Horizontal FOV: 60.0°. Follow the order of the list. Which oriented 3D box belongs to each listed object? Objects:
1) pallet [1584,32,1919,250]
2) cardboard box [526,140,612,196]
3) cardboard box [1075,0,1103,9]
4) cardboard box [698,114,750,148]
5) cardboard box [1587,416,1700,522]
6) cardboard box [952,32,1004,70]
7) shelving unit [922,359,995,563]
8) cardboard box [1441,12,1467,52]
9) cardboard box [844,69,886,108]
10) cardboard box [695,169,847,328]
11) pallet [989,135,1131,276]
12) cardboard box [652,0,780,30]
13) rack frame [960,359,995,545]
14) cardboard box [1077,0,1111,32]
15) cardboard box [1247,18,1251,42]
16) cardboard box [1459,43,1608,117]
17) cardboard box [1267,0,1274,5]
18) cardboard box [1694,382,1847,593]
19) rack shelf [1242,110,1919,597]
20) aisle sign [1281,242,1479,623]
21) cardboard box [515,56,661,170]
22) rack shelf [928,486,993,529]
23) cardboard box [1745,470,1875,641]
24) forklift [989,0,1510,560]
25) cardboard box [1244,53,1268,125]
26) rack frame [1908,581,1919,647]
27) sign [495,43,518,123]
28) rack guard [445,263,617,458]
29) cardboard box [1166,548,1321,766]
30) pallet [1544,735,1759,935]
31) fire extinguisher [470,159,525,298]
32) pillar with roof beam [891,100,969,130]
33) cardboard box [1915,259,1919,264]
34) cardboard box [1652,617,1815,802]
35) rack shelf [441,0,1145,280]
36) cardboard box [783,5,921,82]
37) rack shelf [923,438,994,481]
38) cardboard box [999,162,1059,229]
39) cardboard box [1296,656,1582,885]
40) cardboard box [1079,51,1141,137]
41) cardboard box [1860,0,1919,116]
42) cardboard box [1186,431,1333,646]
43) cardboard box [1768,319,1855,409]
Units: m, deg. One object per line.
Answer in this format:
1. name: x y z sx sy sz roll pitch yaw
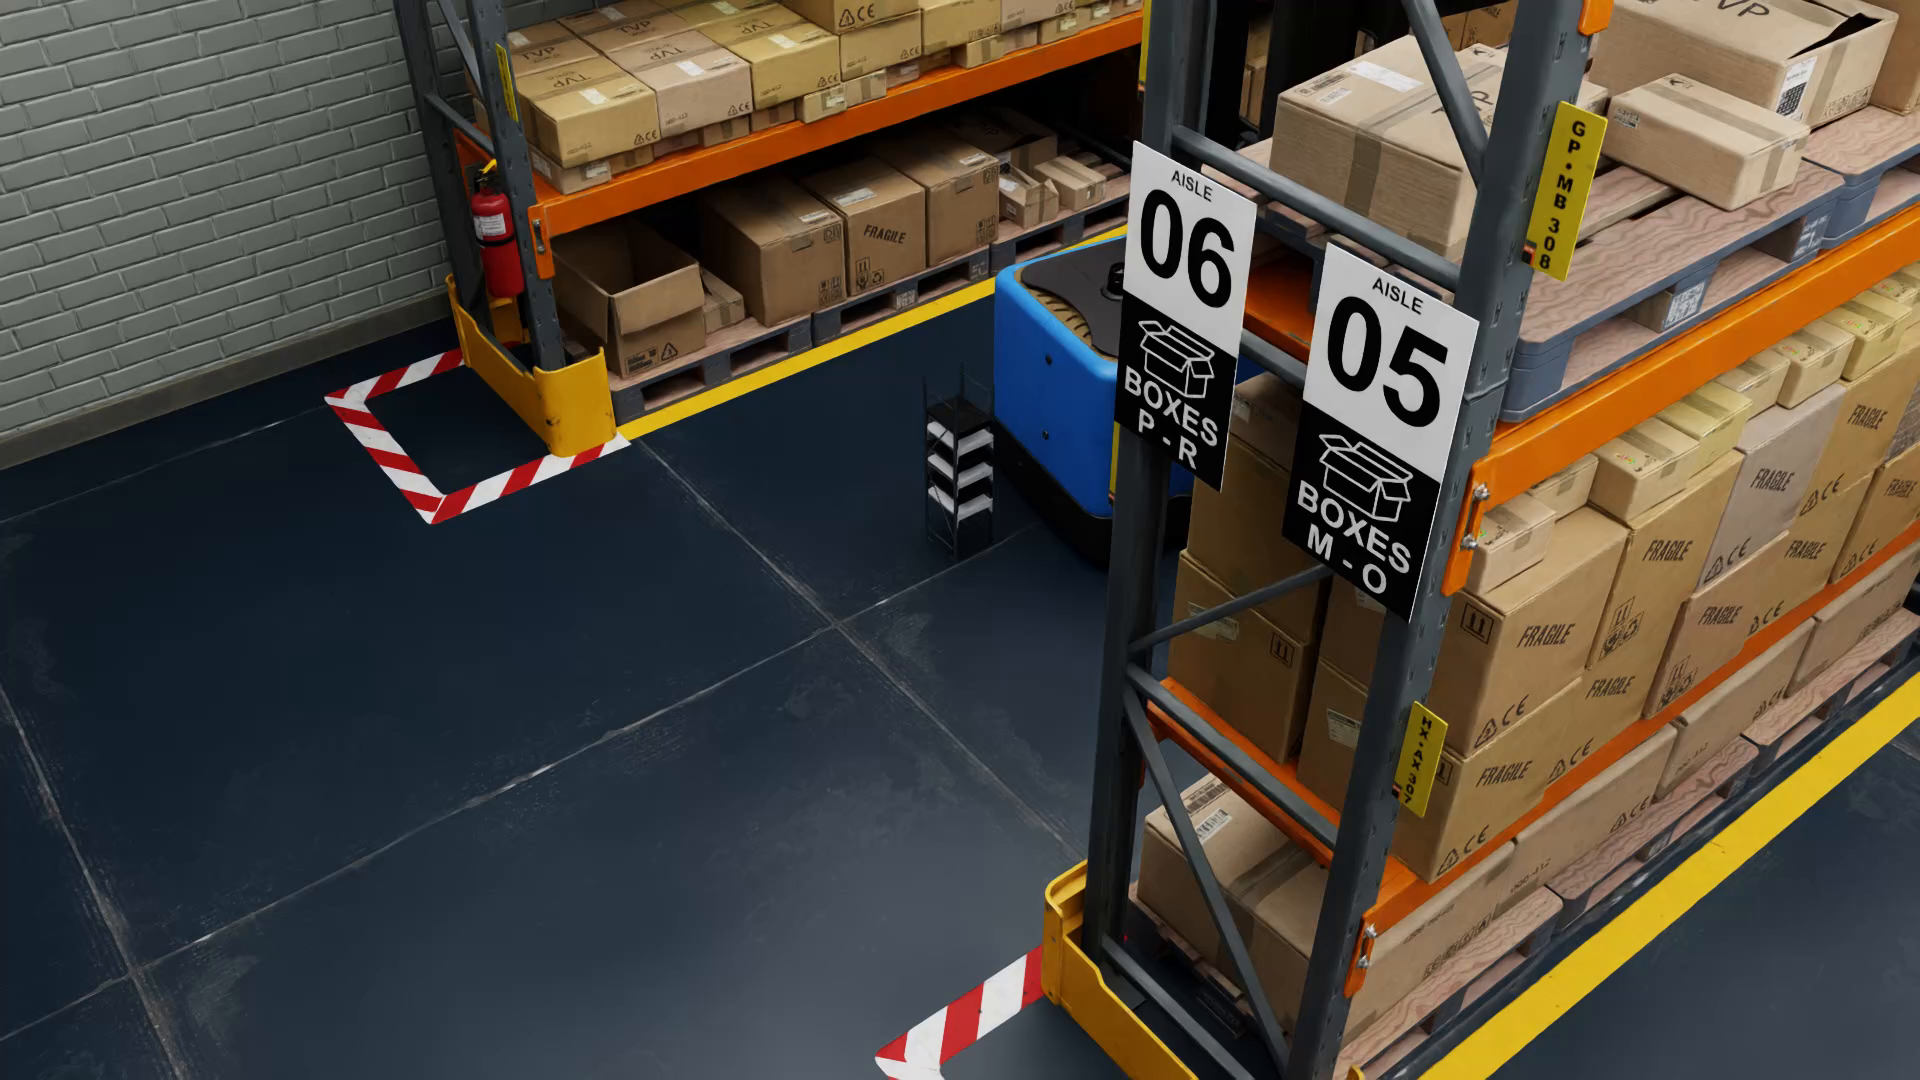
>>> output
1. pallet: 2.318 -1.278 4.648 1.213 0.211 1.003 -26 46 -28
2. cardboard box: -1.831 -1.773 7.744 0.250 0.149 0.380 -26 46 -28
3. cardboard box: 0.657 -3.165 9.126 0.500 0.250 0.500 -25 45 -27
4. cardboard box: -1.233 -2.081 8.119 0.250 0.149 0.380 -25 45 -27
5. cardboard box: 1.659 -0.240 4.299 0.250 0.149 0.380 -25 45 -27
6. cardboard box: 0.019 -2.655 8.819 0.250 0.149 0.380 -27 46 -29
7. shelving unit: -0.006 -0.345 7.461 0.210 0.900 0.258 -26 46 -28
8. cardboard box: 3.063 -3.506 11.298 0.500 0.500 0.500 -24 45 -26
9. cardboard box: -0.583 -2.358 8.457 0.250 0.149 0.380 -25 45 -27
10. cardboard box: -1.015 -1.577 8.947 0.500 0.500 0.700 -24 45 -26
11. pallet: 0.367 -2.084 10.124 1.213 0.211 1.003 -26 46 -28
12. cardboard box: -1.251 -2.637 8.483 0.500 0.250 0.500 -25 45 -27
13. rack frame: 0.074 -0.384 7.509 0.006 0.900 0.240 -26 46 -28
14. cardboard box: 0.620 -2.968 9.201 0.250 0.149 0.380 -25 45 -27
15. cardboard box: 1.536 -3.118 10.080 0.250 0.149 0.380 -28 47 -30
16. cardboard box: 1.354 -1.072 4.114 0.250 0.149 0.380 -30 48 -31
17. cardboard box: 2.158 -3.320 10.560 0.250 0.149 0.380 -26 46 -28
18. cardboard box: 2.131 -0.260 4.835 0.500 0.500 0.500 -26 46 -28
19. rack shelf: 2.354 -1.041 4.856 4.000 0.370 1.077 -26 46 -28
20. aisle sign: 0.888 -0.218 3.601 0.004 0.787 0.394 -26 46 -28
21. cardboard box: -1.735 -1.978 7.680 0.500 0.250 0.500 -26 46 -28
22. rack shelf: -0.006 -0.180 7.596 0.200 0.077 0.258 -26 46 -28
23. cardboard box: 2.509 -0.065 5.386 0.500 0.500 0.500 -24 45 -27
24. forklift: 1.688 -1.710 7.523 3.031 2.935 1.130 -19 43 -21
25. cardboard box: 1.849 -2.908 10.569 0.500 0.500 0.500 -27 46 -29
26. rack frame: 3.940 -0.932 6.522 0.127 3.000 1.000 -26 46 -28
27. sign: -1.929 -1.943 7.071 0.005 0.325 0.100 -26 46 -28
28. rack guard: -2.199 -0.944 8.507 0.348 0.500 1.175 -26 46 -28
29. cardboard box: 0.989 0.255 4.995 0.500 0.500 0.500 -26 46 -28
30. pallet: 2.321 0.874 6.518 1.213 0.211 1.003 -26 46 -28
31. fire extinguisher: -2.094 -1.418 7.468 0.183 0.674 0.296 -26 46 -28
32. pillar with roof beam: 2.434 -3.766 5.245 0.400 9.000 9.100 -26 46 -28
33. cardboard box: 2.838 -0.867 5.063 0.250 0.149 0.380 -27 46 -29
34. cardboard box: 2.667 0.431 6.549 0.875 0.438 0.875 -27 47 -29
35. rack shelf: -0.673 -2.376 8.849 4.000 0.370 1.077 -26 46 -28
36. cardboard box: -0.543 -2.579 8.412 0.500 0.250 0.500 -27 47 -29
37. rack shelf: -0.006 -0.389 7.425 0.200 0.077 0.258 -26 46 -28
38. cardboard box: 0.366 -2.031 9.686 0.258 0.266 0.396 -24 45 -27
39. cardboard box: 1.324 0.534 4.655 0.500 0.500 0.500 -26 46 -28
40. cardboard box: 1.121 -2.961 10.635 0.500 0.500 0.500 -26 46 -28
41. cardboard box: 2.458 -1.490 4.347 0.500 0.500 0.500 -25 46 -27
42. cardboard box: 1.005 -0.118 4.661 0.500 0.500 0.500 -24 45 -27
43. cardboard box: 2.256 -0.554 4.682 0.250 0.149 0.380 -26 46 -28
